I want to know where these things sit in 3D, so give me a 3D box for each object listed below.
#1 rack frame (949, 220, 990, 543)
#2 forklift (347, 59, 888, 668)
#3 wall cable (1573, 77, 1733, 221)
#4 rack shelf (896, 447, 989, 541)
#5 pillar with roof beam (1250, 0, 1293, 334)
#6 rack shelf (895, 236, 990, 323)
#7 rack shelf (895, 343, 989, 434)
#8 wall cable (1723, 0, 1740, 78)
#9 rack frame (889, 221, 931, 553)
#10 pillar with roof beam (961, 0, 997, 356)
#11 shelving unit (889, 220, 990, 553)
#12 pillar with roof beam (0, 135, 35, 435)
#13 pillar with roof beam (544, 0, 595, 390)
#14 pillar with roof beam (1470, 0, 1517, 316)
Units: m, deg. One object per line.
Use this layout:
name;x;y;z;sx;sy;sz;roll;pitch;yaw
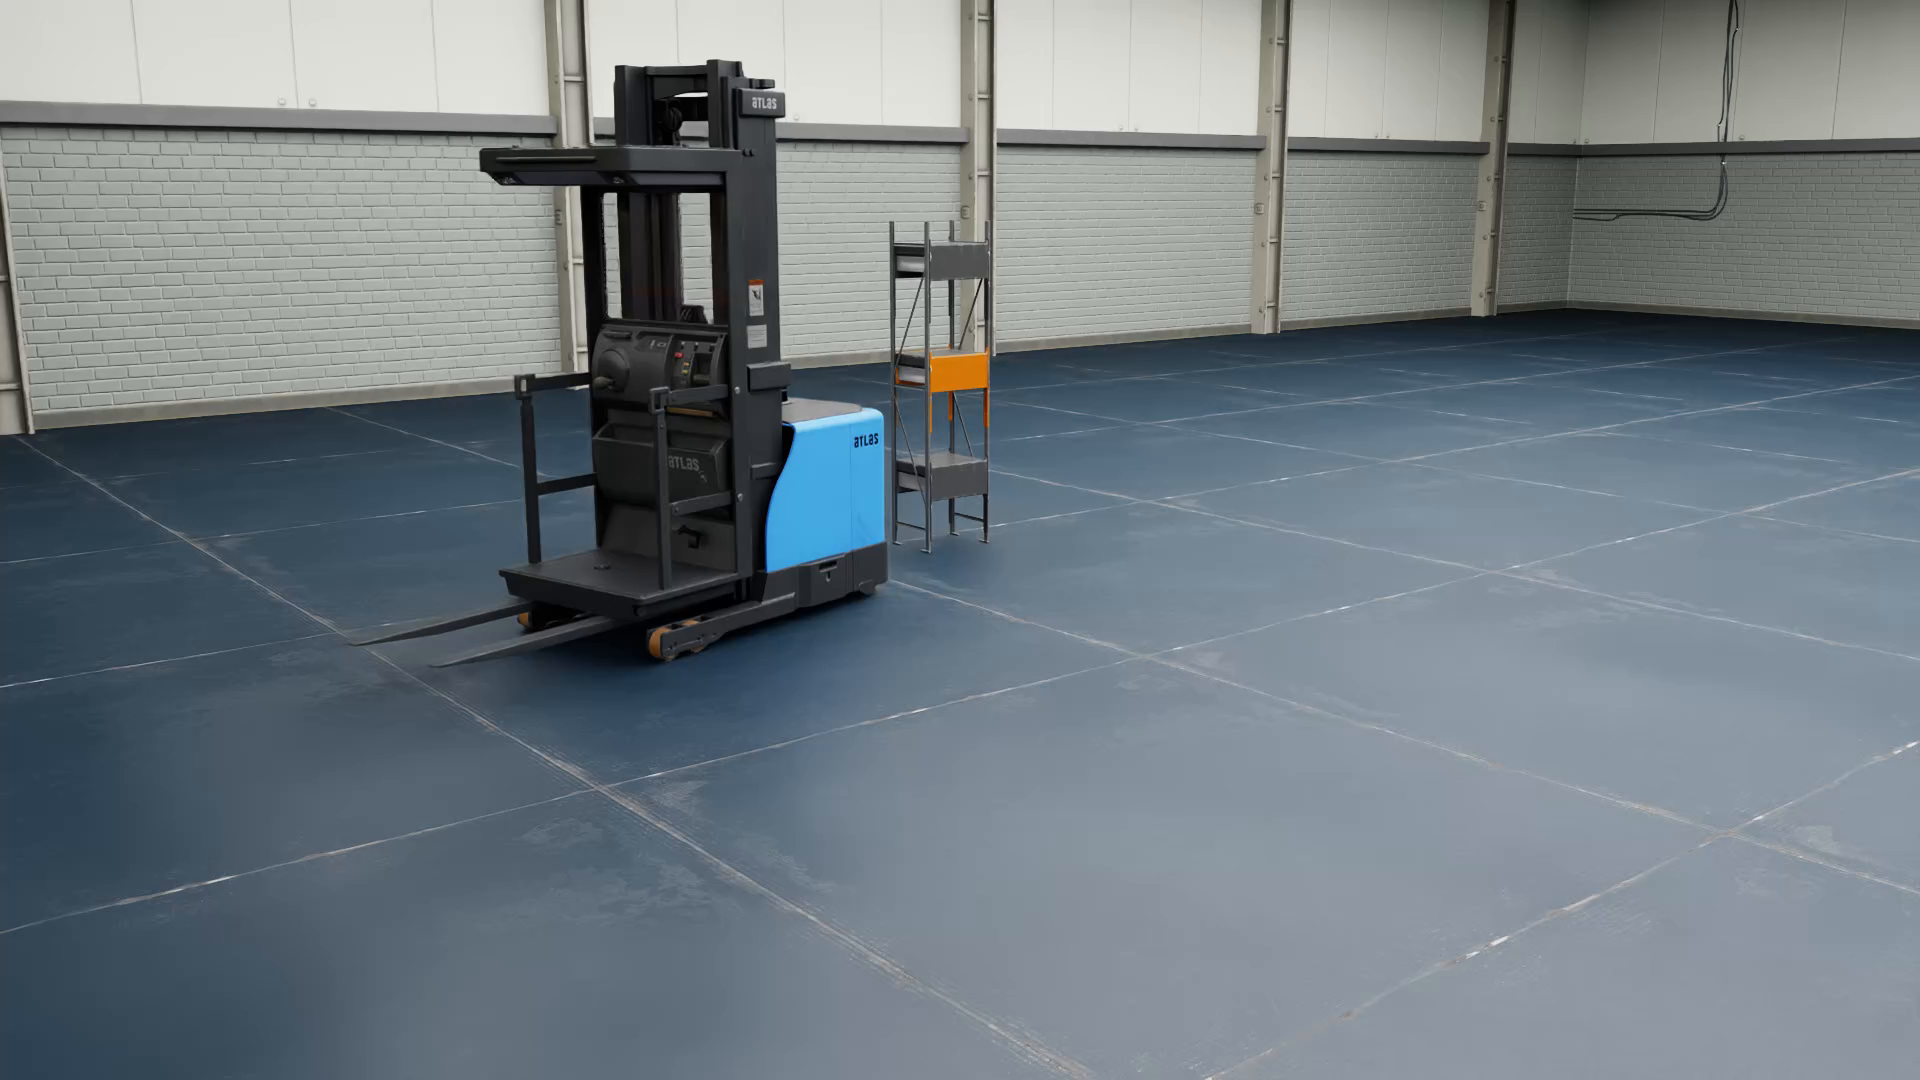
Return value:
rack frame;0.061;-1.037;10.959;0.015;2.100;0.400;-9;15;-38
forklift;-1.702;-0.945;8.521;1.130;2.935;3.031;9;15;36
wall cable;12.751;-7.186;30.781;0.112;2.526;3.097;-9;15;-38
rack shelf;-0.129;-0.308;10.958;0.480;0.518;0.431;-9;15;-38
pillar with roof beam;7.629;-7.060;22.714;0.400;9.000;9.100;-9;15;-38
rack shelf;-0.129;-1.677;10.667;0.480;0.518;0.431;-9;15;-38
rack shelf;-0.129;-0.992;10.812;0.480;0.518;0.431;-9;15;-38
wall cable;14.441;-9.218;28.190;0.112;2.526;3.097;-9;15;-38
rack frame;-0.320;-0.974;10.660;0.015;2.100;0.400;-9;15;-38
pillar with roof beam;2.944;-6.282;19.047;0.400;9.000;9.100;-9;15;-38
shelving unit;-0.129;-1.006;10.810;0.503;2.100;0.431;-9;15;-38
pillar with roof beam;-6.427;-4.725;11.714;0.400;9.000;9.100;-9;15;-38
pillar with roof beam;-1.742;-5.503;15.381;0.400;9.000;9.100;-9;15;-38
pillar with roof beam;12.314;-7.839;26.380;0.400;9.000;9.100;-9;15;-38
